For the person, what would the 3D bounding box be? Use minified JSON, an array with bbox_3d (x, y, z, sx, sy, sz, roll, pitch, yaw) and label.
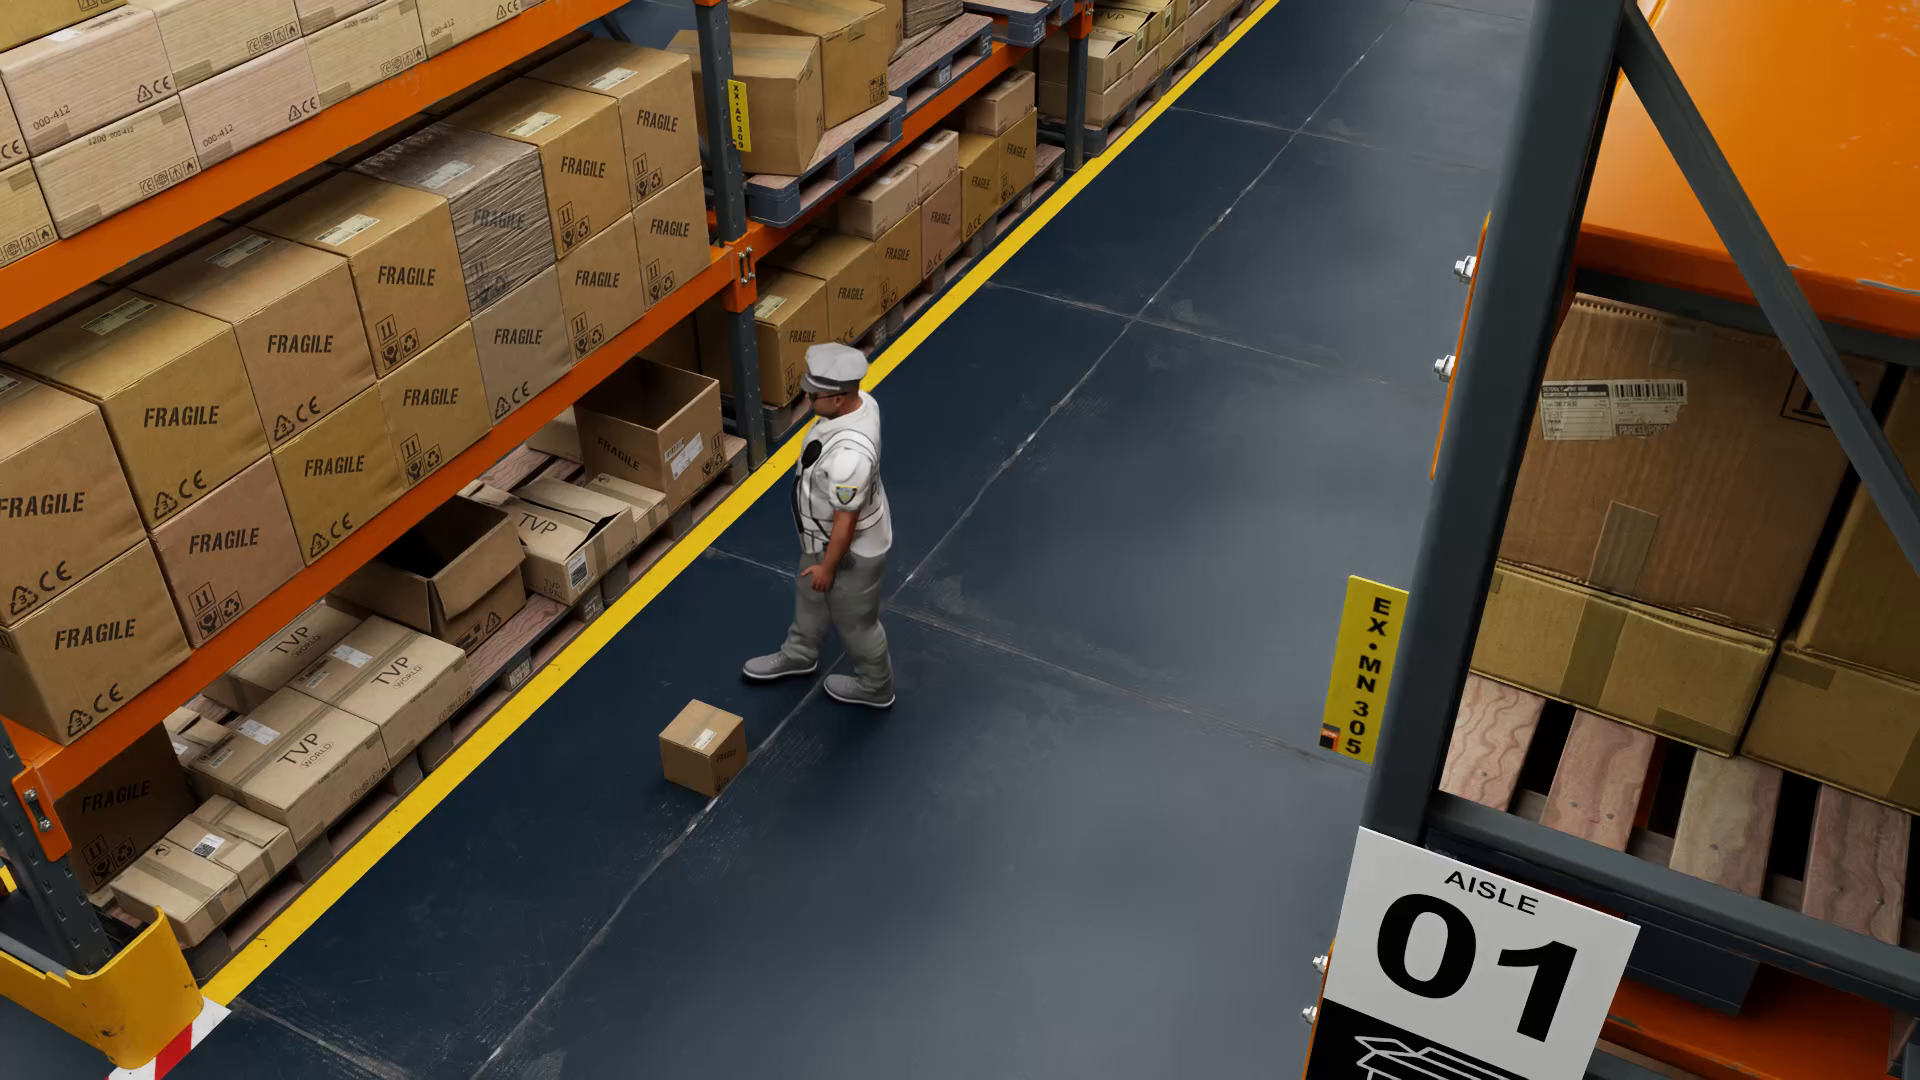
[{"bbox_3d":[-0.615,-0.014,6.752,0.682,1.740,0.523,-1,38,-2],"label":"person"}]
